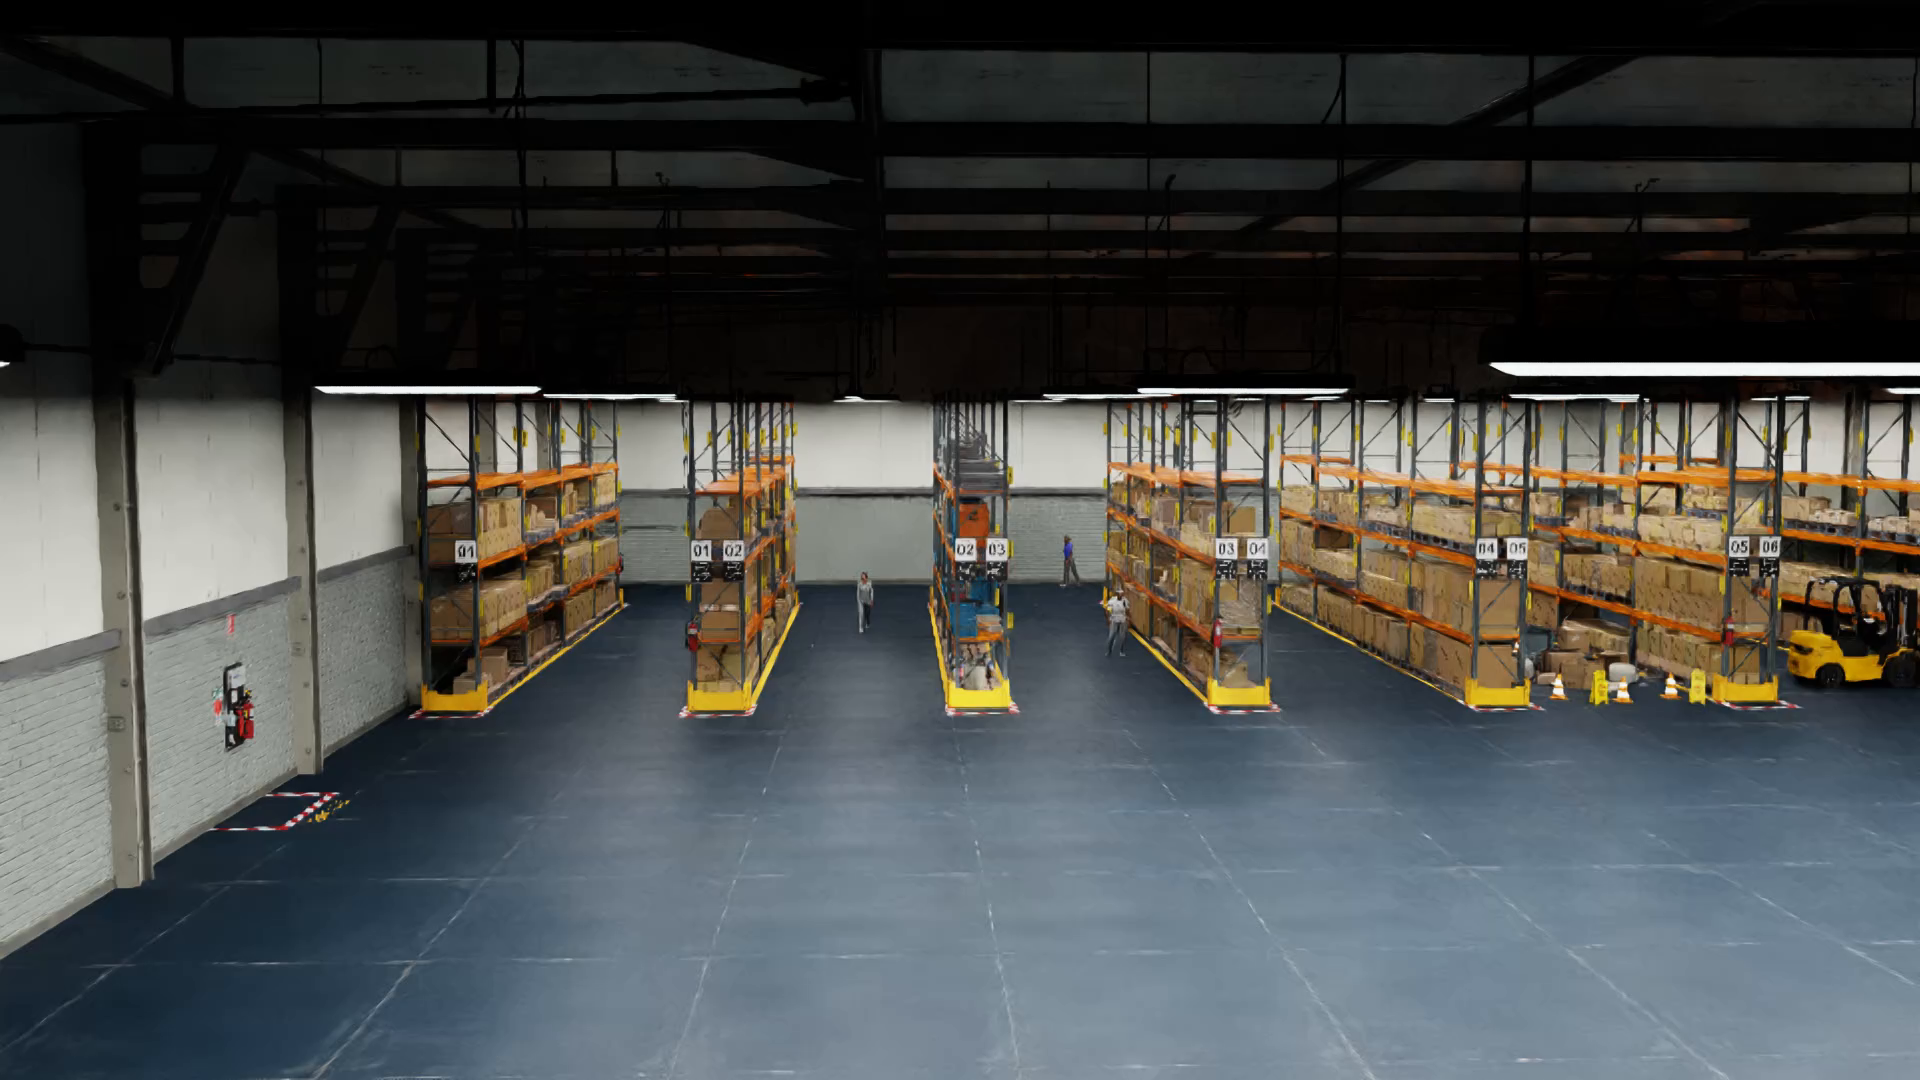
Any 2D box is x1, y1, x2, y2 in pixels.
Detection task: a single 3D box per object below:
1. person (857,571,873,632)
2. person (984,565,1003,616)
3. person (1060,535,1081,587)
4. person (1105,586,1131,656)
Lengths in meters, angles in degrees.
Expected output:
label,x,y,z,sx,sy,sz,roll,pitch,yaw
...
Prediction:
label,x,y,z,sx,sy,sz,roll,pitch,yaw
person,-2.387,1.536,41.927,0.416,1.525,1.034,0,5,-4
person,0.831,1.212,44.699,0.702,1.729,0.810,-2,5,-23
person,3.468,0.649,52.196,0.676,1.644,0.489,-3,5,-31
person,3.589,1.839,37.758,0.592,1.629,0.532,0,5,-4
